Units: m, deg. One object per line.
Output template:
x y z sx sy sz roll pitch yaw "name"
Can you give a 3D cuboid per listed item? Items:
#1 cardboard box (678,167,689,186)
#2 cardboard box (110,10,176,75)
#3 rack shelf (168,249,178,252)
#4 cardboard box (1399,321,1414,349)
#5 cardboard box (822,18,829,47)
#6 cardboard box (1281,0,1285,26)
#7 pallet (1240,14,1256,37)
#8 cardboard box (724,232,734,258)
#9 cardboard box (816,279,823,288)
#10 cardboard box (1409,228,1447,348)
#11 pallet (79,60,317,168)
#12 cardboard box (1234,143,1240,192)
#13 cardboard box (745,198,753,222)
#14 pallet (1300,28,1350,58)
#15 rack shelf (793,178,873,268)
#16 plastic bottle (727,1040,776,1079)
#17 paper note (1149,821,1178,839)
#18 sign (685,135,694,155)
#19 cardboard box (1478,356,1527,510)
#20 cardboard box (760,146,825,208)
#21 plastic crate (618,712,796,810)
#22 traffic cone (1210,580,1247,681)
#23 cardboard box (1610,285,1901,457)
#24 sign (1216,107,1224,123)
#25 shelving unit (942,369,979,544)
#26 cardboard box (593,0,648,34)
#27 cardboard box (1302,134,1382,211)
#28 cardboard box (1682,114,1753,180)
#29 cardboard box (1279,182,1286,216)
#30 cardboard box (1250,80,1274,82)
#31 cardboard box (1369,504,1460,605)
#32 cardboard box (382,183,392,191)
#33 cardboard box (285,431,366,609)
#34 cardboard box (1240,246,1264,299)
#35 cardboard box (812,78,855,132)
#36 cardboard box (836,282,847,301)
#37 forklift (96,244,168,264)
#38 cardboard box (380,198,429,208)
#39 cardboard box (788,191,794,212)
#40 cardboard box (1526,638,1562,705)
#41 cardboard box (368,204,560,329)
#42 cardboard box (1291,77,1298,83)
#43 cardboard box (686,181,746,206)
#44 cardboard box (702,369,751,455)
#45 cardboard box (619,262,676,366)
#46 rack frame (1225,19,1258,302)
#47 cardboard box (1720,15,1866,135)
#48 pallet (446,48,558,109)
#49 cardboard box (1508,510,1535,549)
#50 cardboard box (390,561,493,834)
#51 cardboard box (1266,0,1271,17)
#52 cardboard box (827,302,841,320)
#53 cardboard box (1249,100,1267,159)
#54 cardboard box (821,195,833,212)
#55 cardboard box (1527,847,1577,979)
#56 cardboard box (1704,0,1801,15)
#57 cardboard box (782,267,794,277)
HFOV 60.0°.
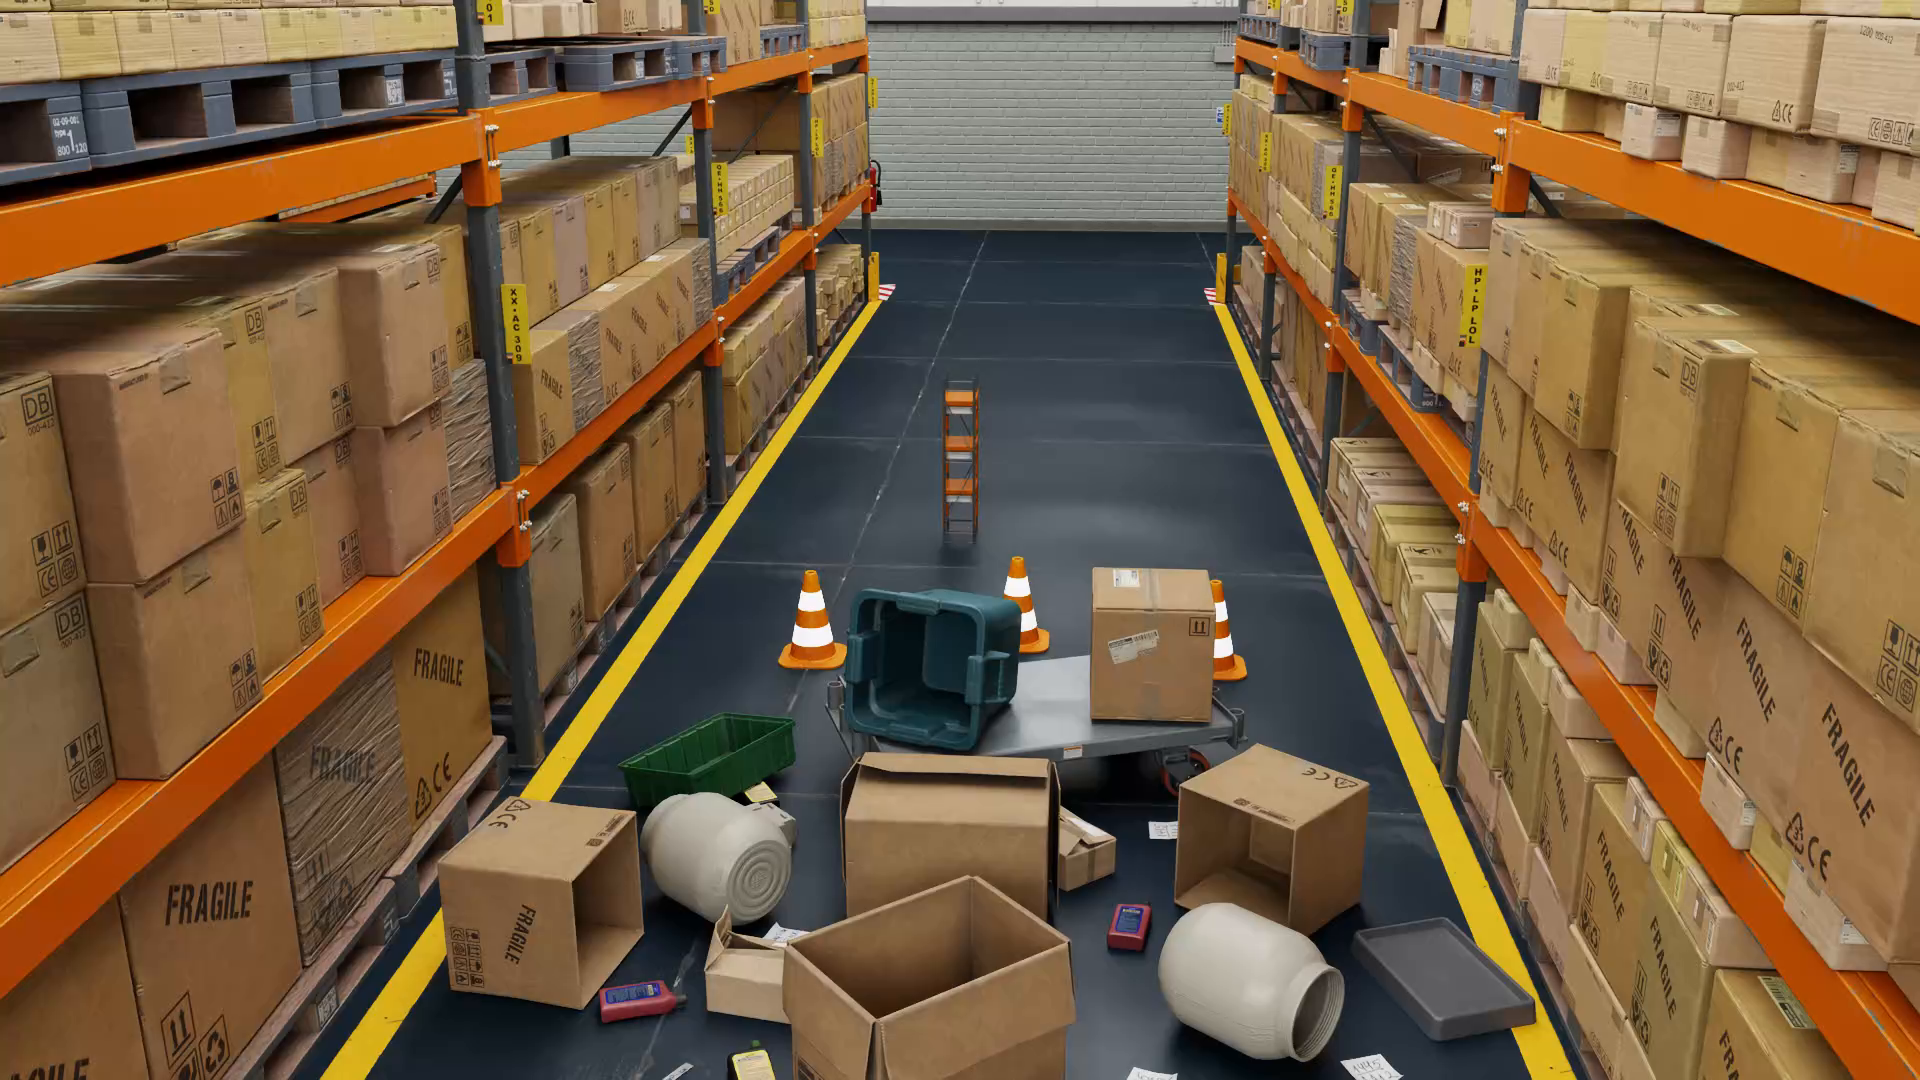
-2.344 -2.851 13.082 0.380 0.149 0.250 1 18 3 "cardboard box"
-2.210 -1.241 4.145 0.380 0.149 0.250 1 18 4 "cardboard box"
-6.868 -2.103 13.179 1.077 0.370 4.000 1 18 4 "rack shelf"
2.500 -1.085 8.646 0.380 0.149 0.250 2 18 6 "cardboard box"
-1.461 -4.572 14.982 0.500 0.250 0.500 1 18 3 "cardboard box"
2.775 -4.258 13.326 0.396 0.266 0.258 1 18 3 "cardboard box"
3.404 -5.240 16.922 1.003 0.211 1.213 1 18 4 "pallet"
-1.799 -2.063 11.632 0.380 0.149 0.250 2 18 7 "cardboard box"
-1.509 -2.399 15.876 0.380 0.149 0.250 1 18 2 "cardboard box"
2.468 -1.211 7.990 0.500 0.500 0.500 2 18 6 "cardboard box"
-2.517 -1.191 4.565 1.003 0.211 1.213 1 18 4 "pallet"
3.118 -3.834 17.147 0.500 0.500 0.500 1 18 3 "cardboard box"
-1.745 -2.449 12.330 0.380 0.149 0.250 1 18 3 "cardboard box"
3.144 -3.893 12.978 0.805 0.209 1.217 1 18 2 "pallet"
-1.641 -3.203 16.537 1.077 0.370 4.000 1 18 4 "rack shelf"
-0.656 1.671 5.224 0.133 0.061 0.283 -5 19 -15 "plastic bottle"
0.847 1.177 6.781 0.148 0.019 0.142 1 18 4 "paper note"
-2.326 -3.345 14.424 0.100 0.325 0.005 1 18 4 "sign"
2.277 -0.419 6.245 0.500 0.500 0.500 1 18 4 "cardboard box"
-1.497 -3.261 14.920 0.500 0.500 0.500 1 18 3 "cardboard box"
-1.064 0.953 7.121 0.450 0.188 0.662 0 15 35 "plastic crate"
1.279 0.429 8.371 0.336 0.463 0.334 1 18 4 "traffic cone"
2.271 -0.415 4.628 0.700 0.500 0.500 1 18 4 "cardboard box"
3.784 -5.987 23.444 0.327 0.218 0.001 1 18 4 "sign"
0.004 -0.516 10.310 0.215 1.050 0.252 1 18 4 "shelving unit"
-1.916 -2.855 8.507 0.500 0.500 0.500 1 18 4 "cardboard box"
2.720 -2.605 11.790 0.500 0.500 0.500 1 18 4 "cardboard box"
2.112 -1.019 4.302 0.380 0.149 0.250 1 18 3 "cardboard box"
2.838 -2.718 13.339 0.500 0.250 0.500 2 18 5 "cardboard box"
3.038 -4.411 16.261 0.380 0.149 0.250 1 18 4 "cardboard box"
2.718 0.087 8.887 0.950 0.372 0.625 2 18 6 "cardboard box"
-6.206 -3.754 17.465 0.380 0.149 0.250 1 18 3 "cardboard box"
-2.545 -0.059 5.546 0.875 0.550 0.550 1 18 4 "cardboard box"
3.499 -2.862 17.780 0.875 0.438 0.875 1 18 2 "cardboard box"
-1.347 -4.364 16.679 0.500 0.500 0.500 2 18 7 "cardboard box"
-1.339 -2.494 16.644 0.380 0.149 0.250 1 18 4 "cardboard box"
-4.999 -1.012 8.804 1.130 2.935 3.031 7 20 22 "forklift"
-6.404 -3.298 18.408 0.875 0.875 0.875 1 18 4 "cardboard box"
-1.615 -2.876 14.113 0.380 0.149 0.250 1 18 3 "cardboard box"
2.171 0.457 5.708 0.380 0.149 0.250 2 18 6 "cardboard box"
-2.293 -1.276 7.734 0.700 0.500 0.500 1 18 3 "cardboard box"
3.627 -4.723 17.211 0.380 0.149 0.250 2 18 5 "cardboard box"
-1.769 -2.510 12.038 0.380 0.149 0.250 2 18 6 "cardboard box"
-1.766 -0.907 11.715 0.500 0.500 0.500 1 18 2 "cardboard box"
-1.909 -1.273 9.330 0.500 0.500 0.500 1 18 3 "cardboard box"
3.447 -4.087 18.079 1.000 3.000 0.127 1 18 4 "rack frame"
2.138 -1.096 3.896 0.500 0.250 0.500 2 18 5 "cardboard box"
-2.341 -2.060 7.382 0.805 0.209 1.217 1 18 2 "pallet"
2.278 -0.071 6.224 0.380 0.149 0.250 2 18 6 "cardboard box"
-2.473 0.565 6.621 0.875 0.875 0.875 2 18 5 "cardboard box"
2.906 -4.686 14.657 0.380 0.149 0.250 2 18 5 "cardboard box"
-1.385 -2.279 16.464 0.380 0.149 0.250 1 18 2 "cardboard box"
2.990 -3.836 15.546 0.500 0.500 0.500 2 18 5 "cardboard box"
-1.418 -3.212 15.813 0.380 0.149 0.250 2 18 5 "cardboard box"
2.213 1.255 5.517 0.500 0.250 0.500 1 18 3 "cardboard box"
2.106 -1.392 4.158 0.380 0.149 0.250 2 18 5 "cardboard box"
-1.871 -2.649 16.639 0.380 0.149 0.250 1 18 4 "cardboard box"
